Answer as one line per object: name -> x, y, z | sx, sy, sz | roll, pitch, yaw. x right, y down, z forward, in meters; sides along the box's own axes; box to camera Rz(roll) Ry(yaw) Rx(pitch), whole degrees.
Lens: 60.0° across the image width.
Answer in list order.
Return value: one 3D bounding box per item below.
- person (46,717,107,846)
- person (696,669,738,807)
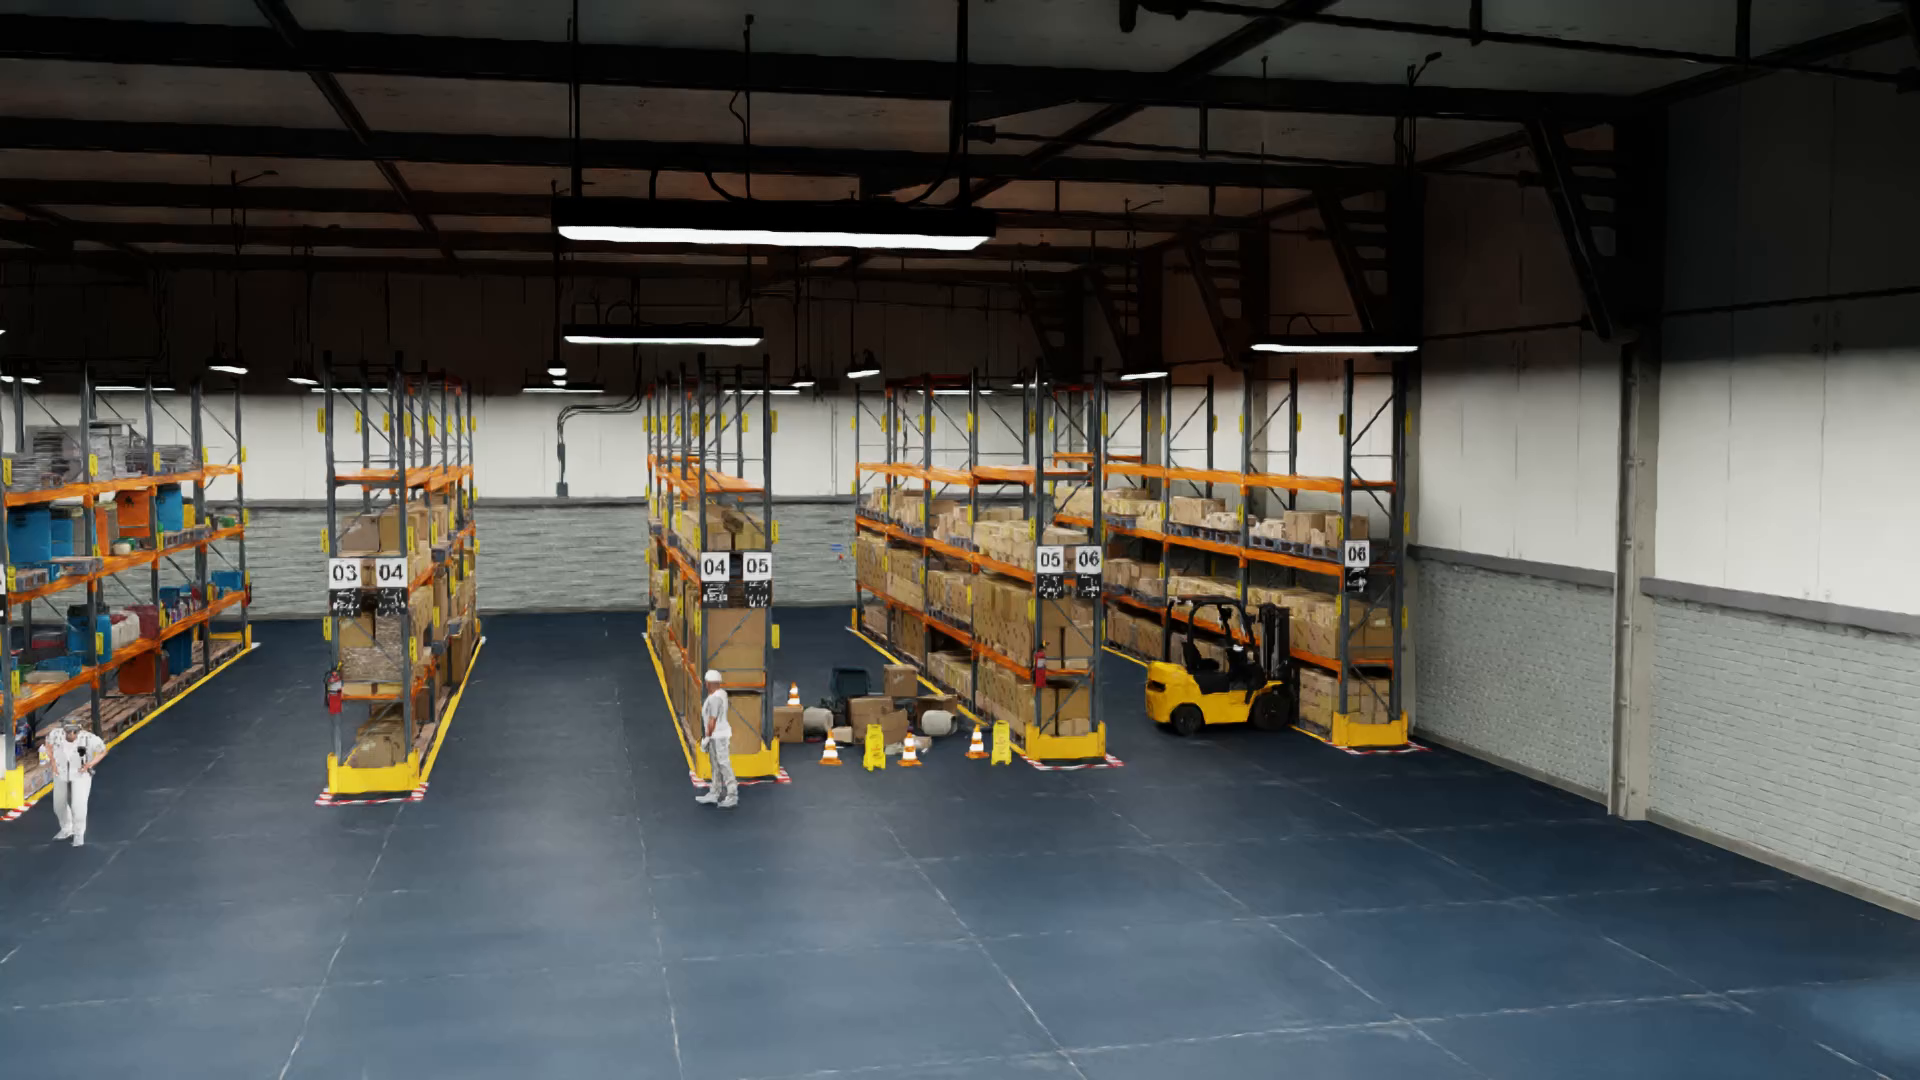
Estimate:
person -> -10.587, 2.852, 19.940 | 0.685, 1.569, 0.840 | -1, 4, -13
person -> -3.200, 2.583, 21.829 | 0.565, 1.779, 0.634 | 0, 4, -7
